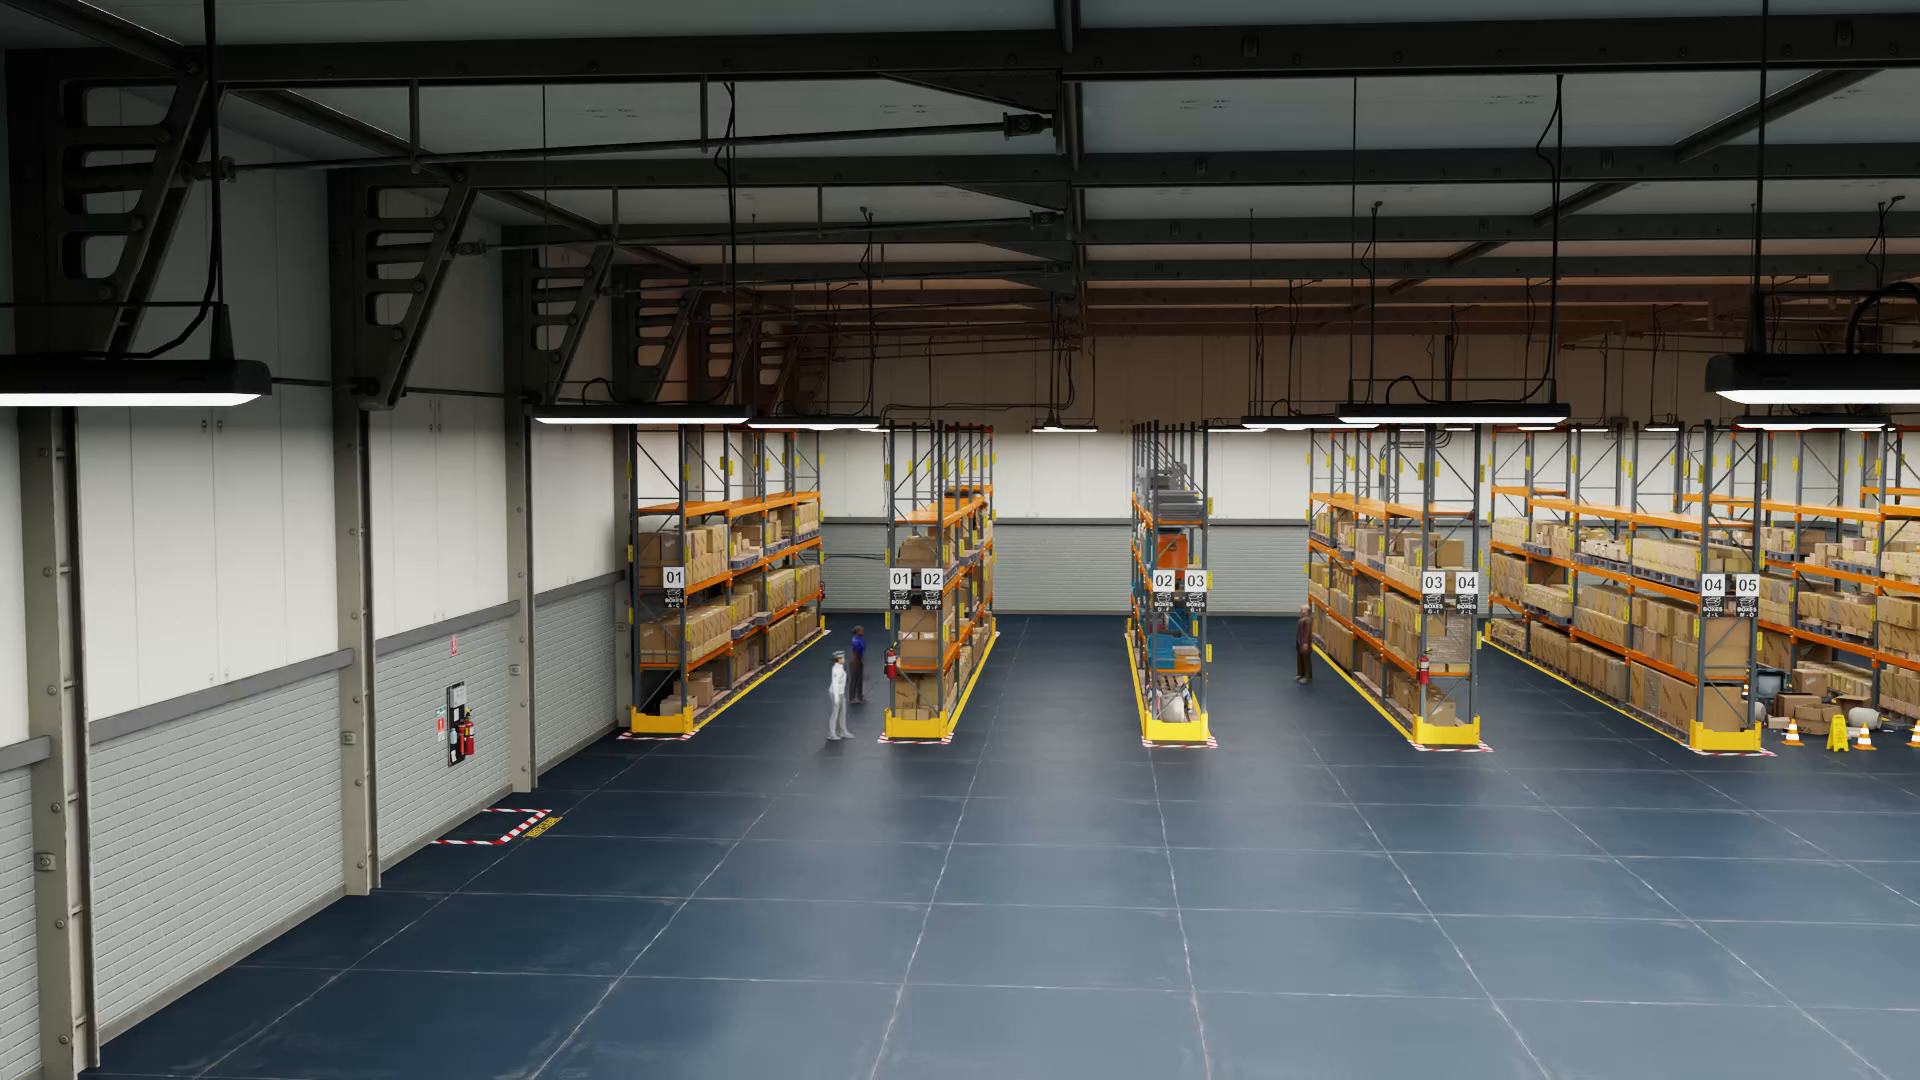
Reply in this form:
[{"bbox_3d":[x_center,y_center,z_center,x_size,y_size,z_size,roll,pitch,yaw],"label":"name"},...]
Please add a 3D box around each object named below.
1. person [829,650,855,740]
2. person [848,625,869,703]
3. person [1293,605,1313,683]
[{"bbox_3d":[-2.237,2.916,31.272,0.464,1.691,0.554,0,4,6],"label":"person"},{"bbox_3d":[-2.170,2.683,35.495,0.410,1.609,0.470,0,4,7],"label":"person"},{"bbox_3d":[7.957,2.388,38.512,0.423,1.787,0.609,-1,4,-16],"label":"person"}]
